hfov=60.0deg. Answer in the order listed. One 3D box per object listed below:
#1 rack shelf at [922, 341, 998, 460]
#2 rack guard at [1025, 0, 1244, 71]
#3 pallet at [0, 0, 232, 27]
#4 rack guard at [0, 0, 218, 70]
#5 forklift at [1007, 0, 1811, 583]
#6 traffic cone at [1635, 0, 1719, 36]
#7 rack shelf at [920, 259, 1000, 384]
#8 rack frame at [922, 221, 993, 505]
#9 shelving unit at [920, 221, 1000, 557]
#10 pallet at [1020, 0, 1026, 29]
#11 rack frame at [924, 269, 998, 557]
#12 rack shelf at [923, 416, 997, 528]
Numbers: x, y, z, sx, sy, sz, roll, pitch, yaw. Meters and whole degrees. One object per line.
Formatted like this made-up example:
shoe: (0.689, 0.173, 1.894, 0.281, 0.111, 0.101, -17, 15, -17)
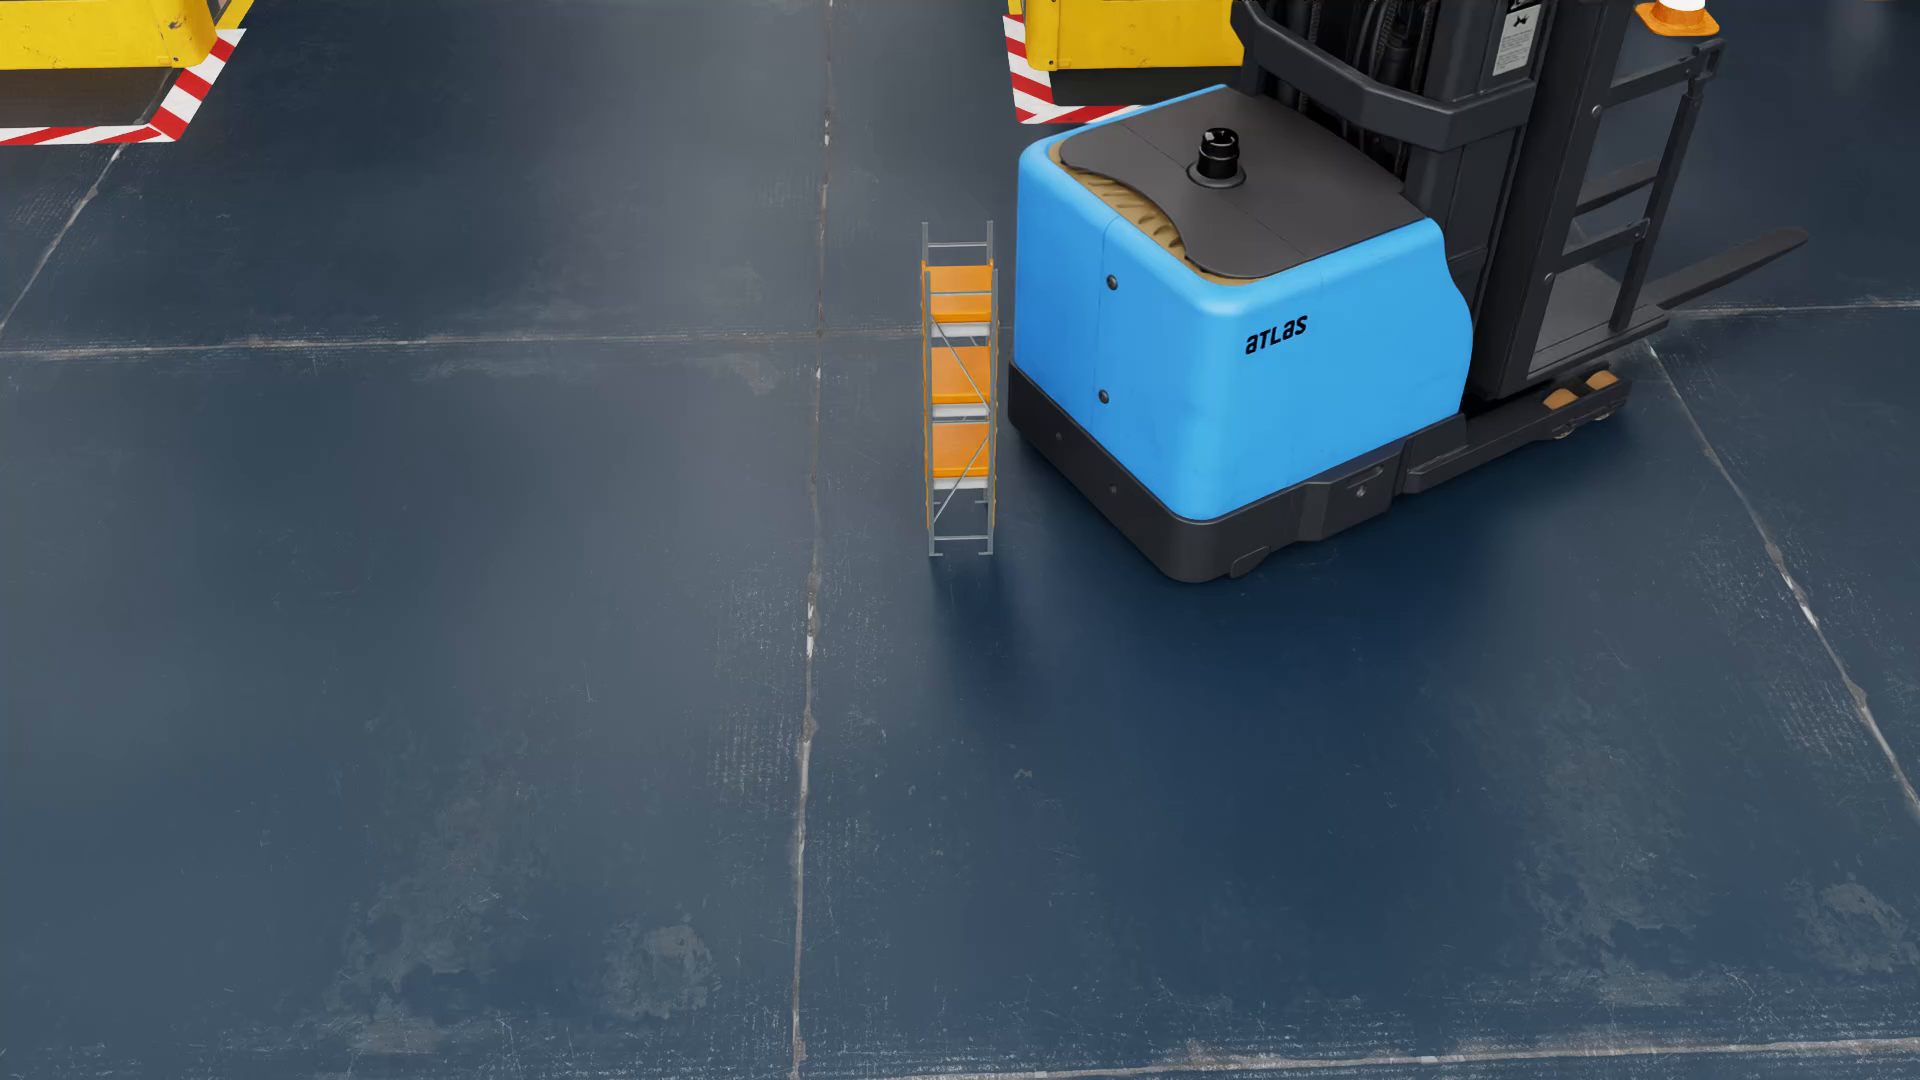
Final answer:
rack shelf: (-0.002, -0.415, 4.942, 0.215, 0.259, 0.240, -2, 43, -2)
rack guard: (0.894, -2.455, 7.558, 1.175, 0.500, 0.348, -2, 43, -2)
pallet: (-4.069, -2.891, 8.248, 1.003, 0.211, 1.213, -2, 43, -2)
rack guard: (-4.070, -2.448, 7.551, 1.175, 0.500, 0.348, -2, 43, -2)
forklift: (1.686, -1.706, 4.942, 3.031, 2.935, 1.130, -22, 47, -23)
traffic cone: (3.432, -2.660, 7.809, 0.336, 0.463, 0.334, -2, 43, -2)
rack shelf: (-0.002, -0.625, 4.750, 0.215, 0.259, 0.240, -2, 43, -2)
rack frame: (-0.007, -0.506, 5.025, 0.200, 1.050, 0.008, -2, 43, -2)
shelving unit: (-0.002, -0.423, 4.935, 0.215, 1.050, 0.252, -2, 43, -2)
pallet: (0.781, -2.902, 8.260, 1.003, 0.211, 1.213, -2, 43, -2)
rack frame: (0.003, -0.341, 4.845, 0.200, 1.050, 0.008, -2, 43, -2)
rack shelf: (-0.002, -0.210, 5.130, 0.215, 0.259, 0.240, -2, 43, -2)
